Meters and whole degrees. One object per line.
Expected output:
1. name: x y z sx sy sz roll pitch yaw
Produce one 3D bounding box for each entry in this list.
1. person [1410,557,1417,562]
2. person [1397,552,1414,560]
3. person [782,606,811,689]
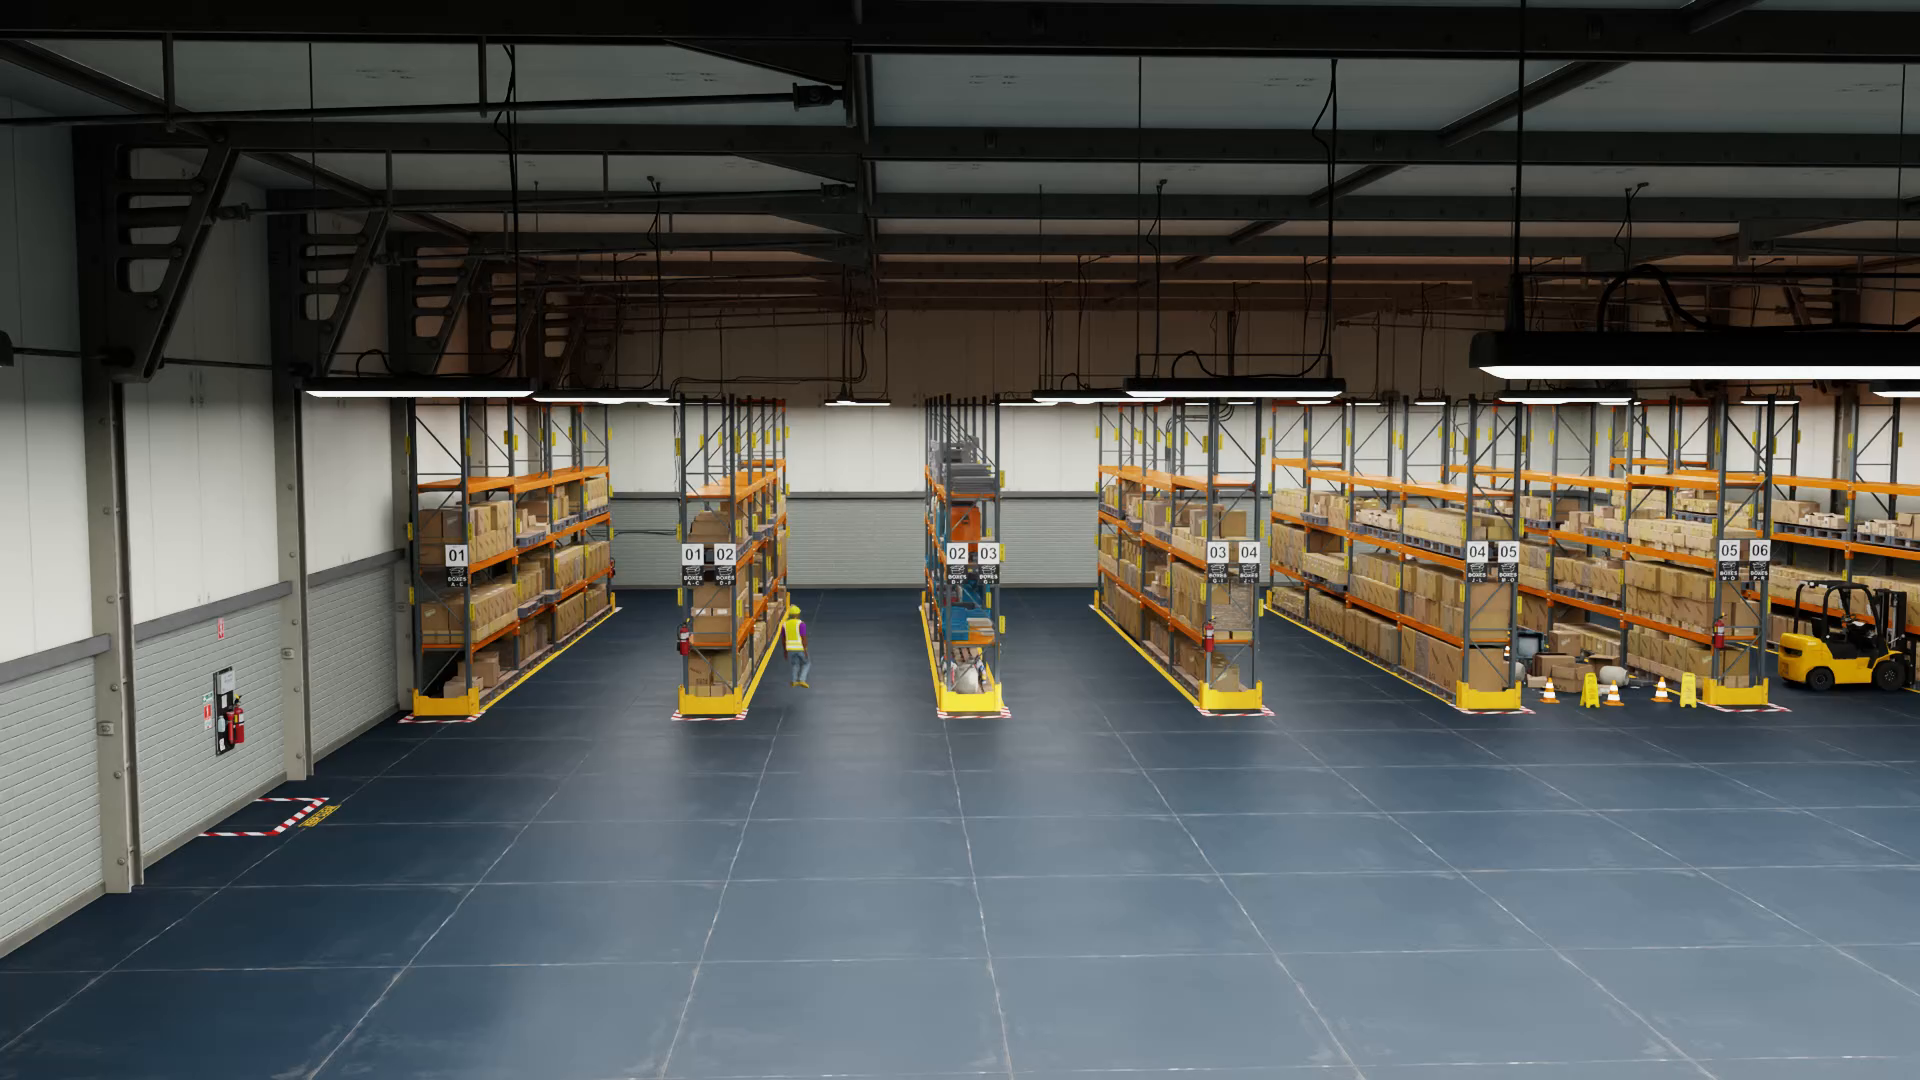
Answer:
1. person: 12.451 1.307 45.541 0.457 1.643 0.503 4 6 42
2. person: 14.046 0.718 52.428 1.024 1.728 0.561 -2 5 -20
3. person: -3.240 2.118 32.732 0.578 1.643 0.583 1 5 11
